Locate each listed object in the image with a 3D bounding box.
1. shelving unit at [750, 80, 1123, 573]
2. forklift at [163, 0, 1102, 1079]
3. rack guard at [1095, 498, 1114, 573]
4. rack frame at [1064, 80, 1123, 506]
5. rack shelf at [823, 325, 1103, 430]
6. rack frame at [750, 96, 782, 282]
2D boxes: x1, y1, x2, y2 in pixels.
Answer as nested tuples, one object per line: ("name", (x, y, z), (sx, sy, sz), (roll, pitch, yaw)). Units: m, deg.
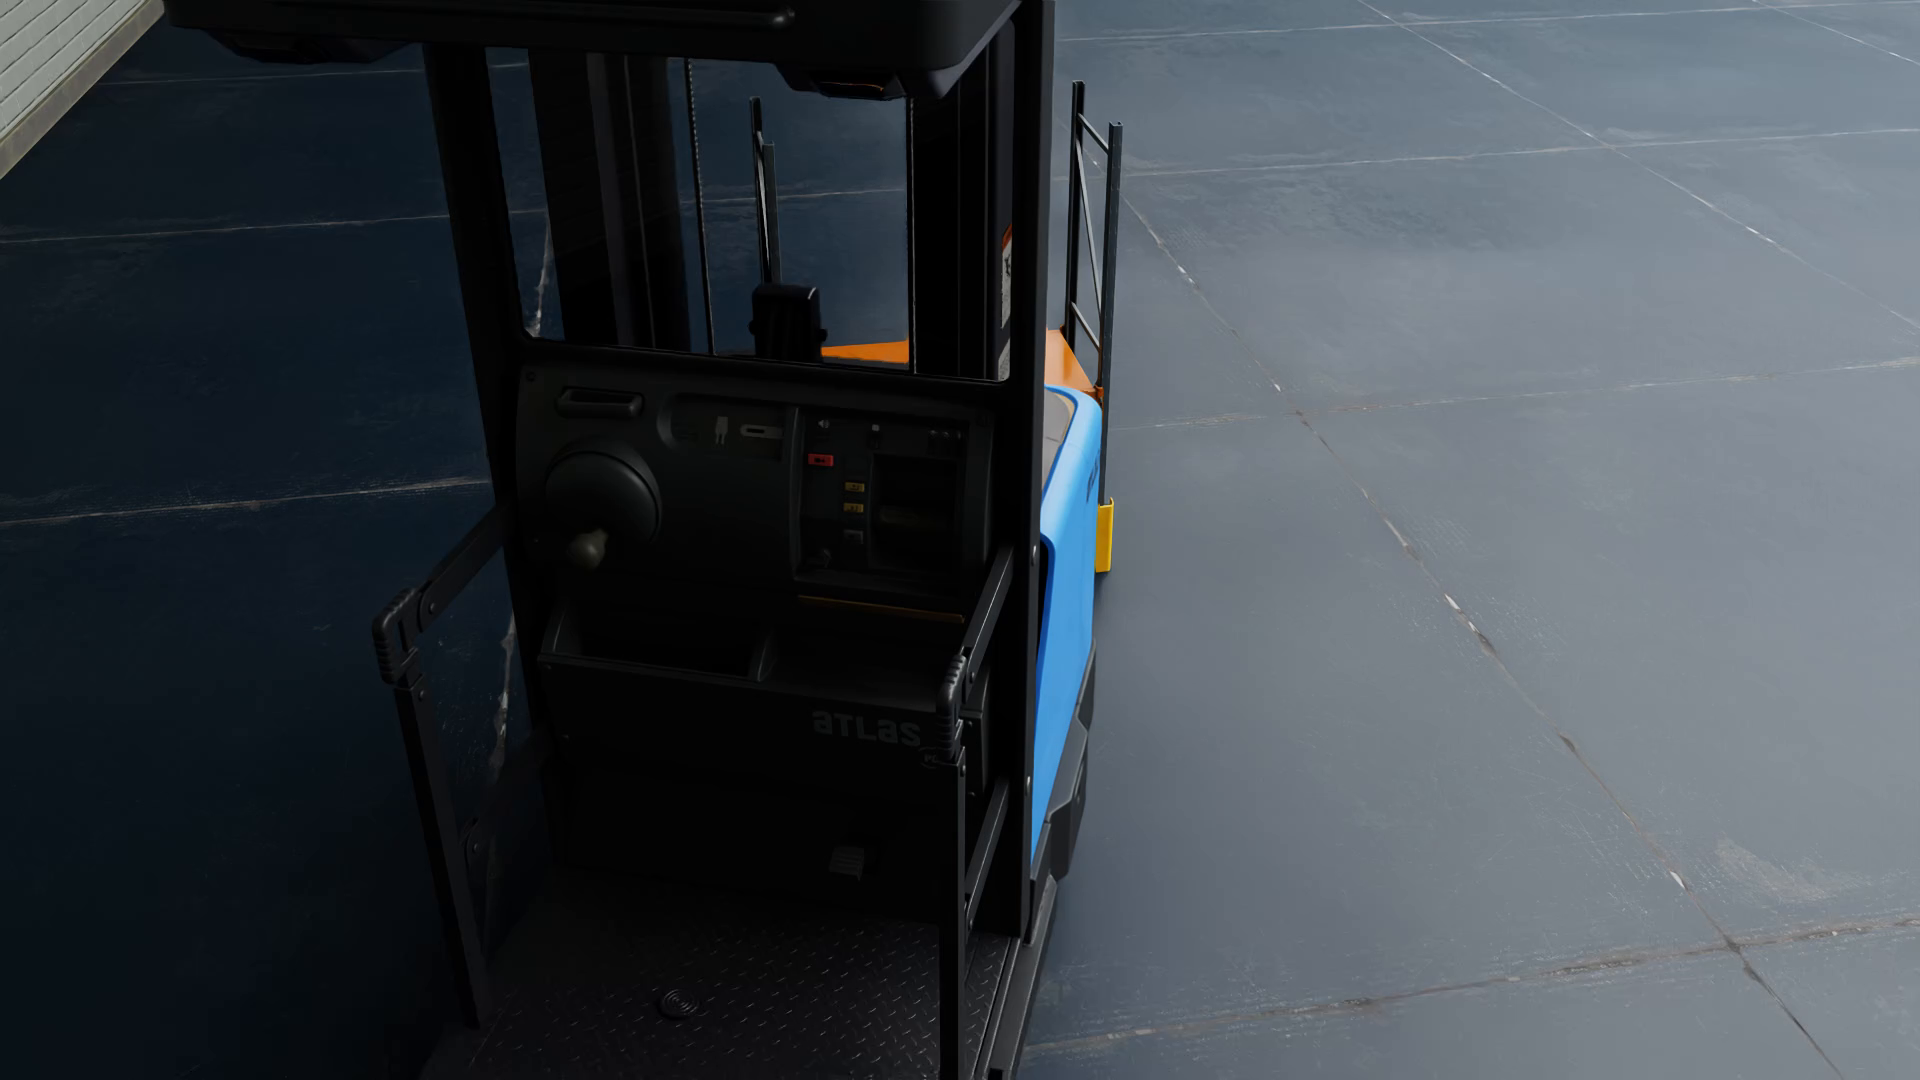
("shelving unit", (-0.075, -0.640, 5.358), (1.083, 1.500, 0.587), (-5, 31, -9))
("forklift", (-0.440, -0.056, 2.954), (1.130, 2.935, 3.031), (6, 31, 11))
("rack guard", (0.415, -0.146, 5.752), (0.087, 0.250, 0.587), (-5, 31, -9))
("rack frame", (0.416, -0.685, 5.436), (0.032, 1.500, 0.500), (-5, 31, -9))
("rack shelf", (-0.084, -0.484, 5.448), (1.000, 0.185, 0.538), (-5, 31, -9))
("rack frame", (-0.584, -0.592, 5.278), (0.032, 1.500, 0.500), (-5, 31, -9))
